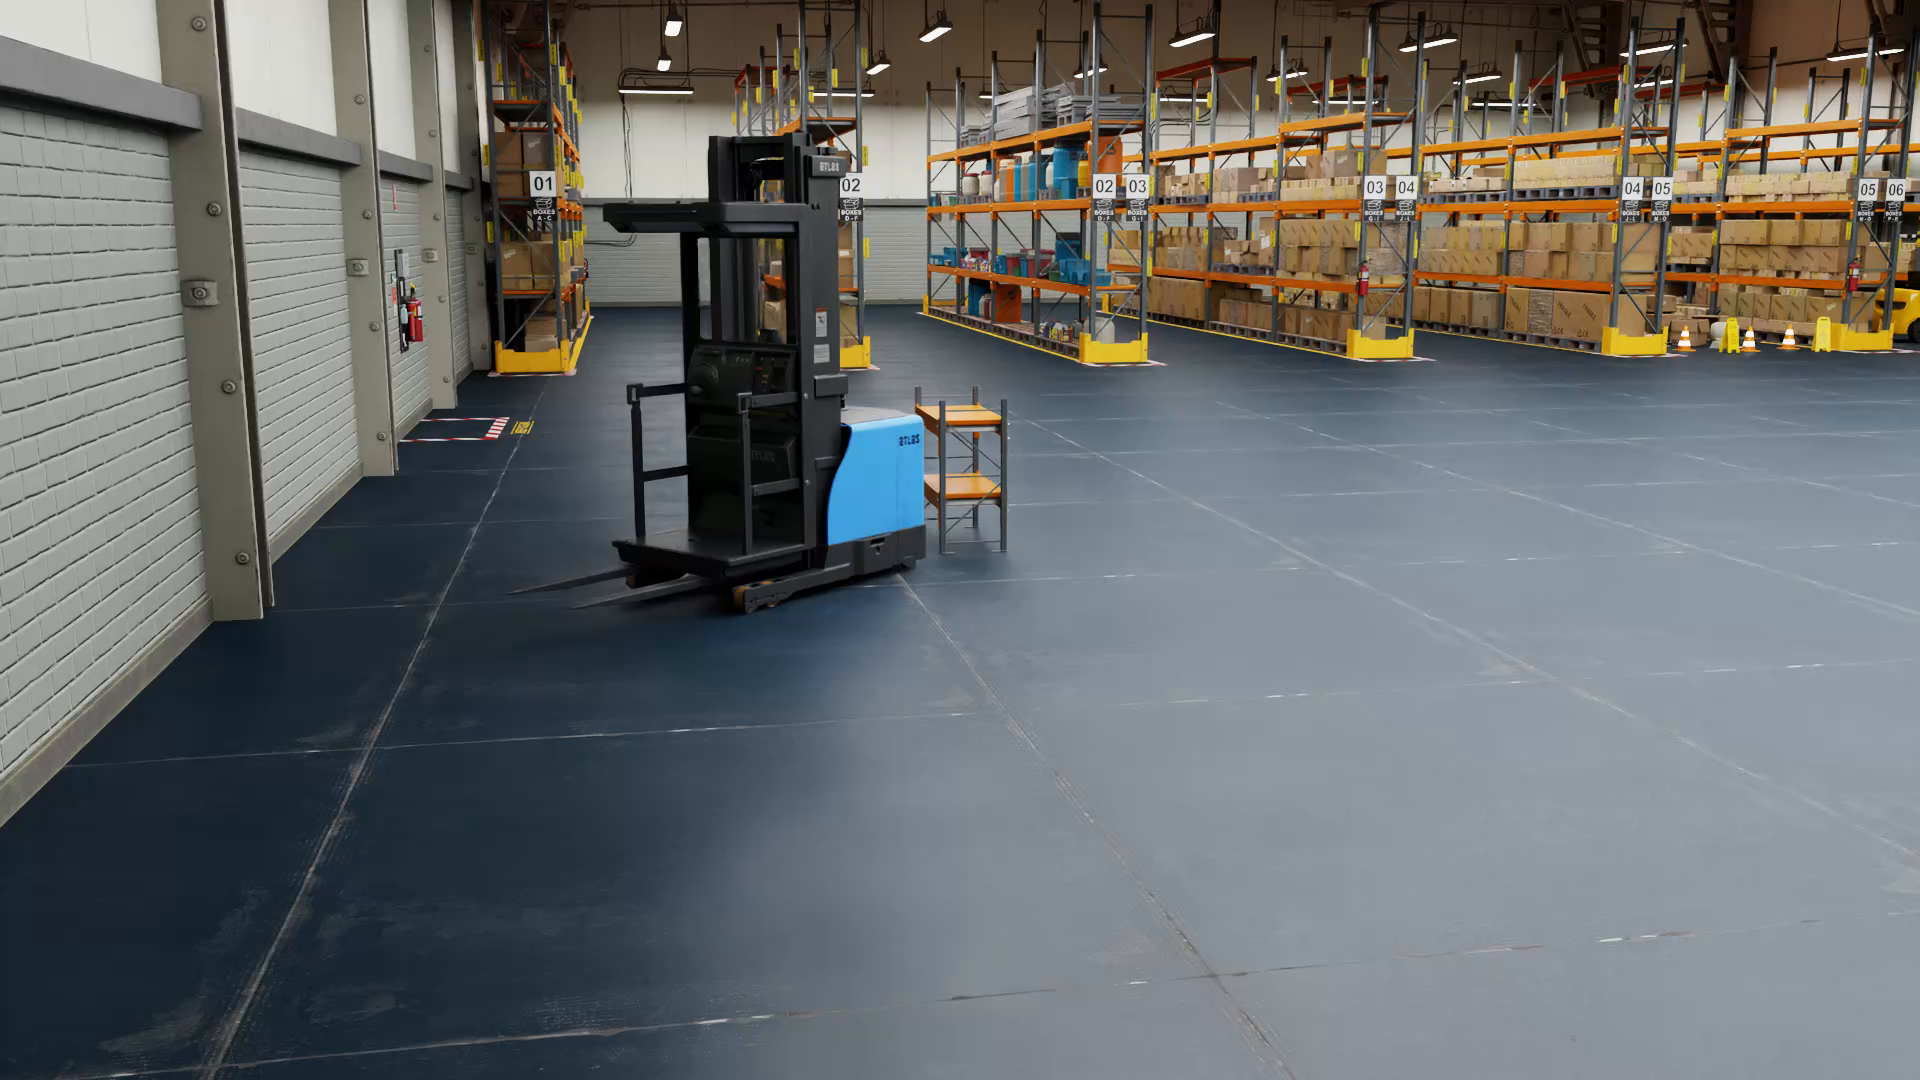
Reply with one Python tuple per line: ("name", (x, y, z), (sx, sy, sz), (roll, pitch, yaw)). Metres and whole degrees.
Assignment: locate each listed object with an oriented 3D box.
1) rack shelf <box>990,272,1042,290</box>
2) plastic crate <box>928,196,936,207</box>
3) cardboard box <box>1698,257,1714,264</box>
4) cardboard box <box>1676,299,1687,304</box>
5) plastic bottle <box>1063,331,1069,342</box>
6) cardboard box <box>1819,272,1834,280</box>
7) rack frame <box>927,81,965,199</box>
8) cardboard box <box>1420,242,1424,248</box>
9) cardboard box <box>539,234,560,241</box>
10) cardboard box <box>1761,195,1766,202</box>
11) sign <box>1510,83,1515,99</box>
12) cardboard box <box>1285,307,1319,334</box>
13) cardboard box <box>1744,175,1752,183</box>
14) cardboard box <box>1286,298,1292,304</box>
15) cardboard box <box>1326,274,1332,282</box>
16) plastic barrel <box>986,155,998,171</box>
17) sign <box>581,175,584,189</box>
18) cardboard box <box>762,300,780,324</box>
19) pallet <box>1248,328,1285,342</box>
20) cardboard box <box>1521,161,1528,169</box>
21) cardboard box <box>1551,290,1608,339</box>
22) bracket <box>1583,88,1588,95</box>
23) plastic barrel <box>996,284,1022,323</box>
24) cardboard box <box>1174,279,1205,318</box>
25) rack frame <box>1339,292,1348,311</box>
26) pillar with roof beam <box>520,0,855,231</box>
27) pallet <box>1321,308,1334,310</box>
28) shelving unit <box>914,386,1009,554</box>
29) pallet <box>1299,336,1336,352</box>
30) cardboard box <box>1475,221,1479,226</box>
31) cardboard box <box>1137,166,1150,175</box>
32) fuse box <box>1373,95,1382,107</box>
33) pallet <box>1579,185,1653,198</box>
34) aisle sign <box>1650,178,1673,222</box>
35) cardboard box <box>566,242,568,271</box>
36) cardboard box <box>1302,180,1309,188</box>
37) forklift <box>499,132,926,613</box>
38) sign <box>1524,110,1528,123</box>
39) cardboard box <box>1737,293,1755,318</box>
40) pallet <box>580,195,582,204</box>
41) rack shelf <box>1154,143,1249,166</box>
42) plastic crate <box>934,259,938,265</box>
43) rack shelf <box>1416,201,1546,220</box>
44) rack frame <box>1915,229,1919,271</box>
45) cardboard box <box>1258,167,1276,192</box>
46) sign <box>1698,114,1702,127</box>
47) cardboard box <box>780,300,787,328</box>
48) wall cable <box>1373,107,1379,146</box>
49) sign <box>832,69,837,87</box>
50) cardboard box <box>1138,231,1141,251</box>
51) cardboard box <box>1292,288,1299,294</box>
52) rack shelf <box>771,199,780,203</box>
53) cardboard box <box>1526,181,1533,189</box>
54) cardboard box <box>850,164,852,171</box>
("rack shelf", (1.575, -5.334, 34.621), (1.077, 0.370, 4.000), (-2, 11, -11))
("plastic crate", (-0.568, -8.850, 43.497), (0.497, 0.269, 0.590), (-2, 11, -11))
("cardboard box", (16.172, -6.028, 35.893), (0.380, 0.149, 0.250), (-2, 11, -10))
("cardboard box", (19.459, -6.407, 44.835), (0.380, 0.149, 0.250), (-2, 11, -13))
("plastic bottle", (1.955, -3.749, 30.678), (0.097, 0.201, 0.097), (0, 11, 0))
("cardboard box", (16.881, -5.107, 32.178), (0.380, 0.149, 0.250), (-2, 11, -12))
("rack frame", (-0.370, -10.468, 43.629), (1.000, 3.000, 0.127), (-2, 11, -11))
("cardboard box", (10.975, -6.912, 38.947), (0.380, 0.149, 0.250), (-2, 11, -13))
("cardboard box", (-8.358, -6.157, 33.843), (0.380, 0.149, 0.250), (-4, 12, -21))
("cardboard box", (16.567, -6.957, 33.873), (0.380, 0.149, 0.250), (-2, 11, -13))
("sign", (11.177, -9.085, 33.652), (0.100, 0.325, 0.005), (-2, 11, -11))
("cardboard box", (6.861, -4.404, 33.374), (0.500, 0.500, 0.500), (-2, 11, -13))
("cardboard box", (16.406, -7.438, 34.268), (0.380, 0.149, 0.250), (-2, 11, -13))
("cardboard box", (9.161, -6.561, 45.648), (0.380, 0.149, 0.250), (-2, 11, -10))
("cardboard box", (7.083, -4.917, 31.178), (0.380, 0.149, 0.250), (-2, 11, -11))
("plastic barrel", (0.890, -8.406, 38.353), (0.600, 0.901, 0.708), (-2, 11, -11))
("sign", (-9.553, -9.048, 42.031), (0.100, 0.325, 0.005), (-2, 11, -11))
("cardboard box", (-4.086, -5.026, 36.587), (0.500, 0.500, 0.500), (-2, 11, -9))
("pallet", (6.670, -4.273, 34.583), (1.003, 0.211, 1.213), (-2, 11, -11))
("cardboard box", (11.496, -7.534, 33.381), (0.380, 0.149, 0.250), (-2, 11, -11))
("cardboard box", (12.115, -4.374, 32.216), (0.875, 0.875, 0.875), (-2, 11, -12))
("bracket", (19.008, -13.549, 50.186), (0.235, 0.232, 0.430), (-2, 11, -11))
("plastic barrel", (1.074, -5.283, 37.113), (0.600, 0.830, 0.708), (-2, 11, -11))
("cardboard box", (5.765, -5.688, 39.116), (1.225, 0.875, 0.875), (-2, 11, -11))
("rack frame", (10.151, -7.129, 42.132), (1.000, 3.000, 0.127), (-2, 11, -11))
("pillar with roof beam", (-7.238, -10.728, 44.995), (9.100, 9.000, 0.548), (-2, 11, -11))
("pallet", (9.986, -5.882, 43.033), (1.003, 0.211, 1.213), (-2, 11, -11))
("shelving unit", (-0.001, -0.554, 12.598), (0.538, 1.125, 1.048), (-2, 11, -11))
("pallet", (7.228, -3.784, 32.015), (1.003, 0.211, 1.213), (-2, 11, -11))
("cardboard box", (14.245, -8.607, 45.218), (0.380, 0.149, 0.250), (-2, 11, -10))
("cardboard box", (4.872, -9.477, 42.779), (0.500, 0.250, 0.500), (-2, 11, -13))
("fuse box", (12.847, -13.600, 51.524), (0.513, 0.334, 0.176), (-2, 11, -11))
("pallet", (12.331, -6.494, 31.009), (1.003, 0.211, 1.213), (-2, 11, -11))
("aisle sign", (12.793, -6.204, 30.314), (0.394, 0.787, 0.004), (-2, 11, -11))
("cardboard box", (-7.067, -4.910, 28.811), (0.500, 0.500, 0.500), (-2, 11, -9))
("cardboard box", (6.790, -6.833, 31.886), (0.380, 0.149, 0.250), (-2, 11, -12))
("forklift", (-1.542, -1.093, 10.598), (1.130, 2.935, 3.031), (8, 14, 37))
("sign", (14.438, -10.796, 42.430), (0.100, 0.325, 0.005), (-2, 11, -11))
("cardboard box", (16.509, -4.869, 34.480), (0.500, 0.500, 0.500), (-2, 11, -9))
("pallet", (-9.933, -8.455, 41.312), (1.003, 0.211, 1.213), (-2, 11, -11))
("rack shelf", (5.656, -8.998, 38.898), (1.077, 0.370, 4.000), (-2, 11, -11))
("plastic crate", (-0.532, -7.178, 42.929), (0.250, 0.136, 0.298), (-2, 11, -11))
("rack shelf", (11.318, -7.149, 36.137), (1.077, 0.370, 4.000), (-2, 11, -11))
("rack frame", (21.411, -6.042, 36.418), (1.000, 3.000, 0.127), (-2, 11, -11))
("cardboard box", (6.644, -7.494, 34.623), (0.797, 0.503, 0.637), (-2, 11, -9))
("sign", (19.320, -10.938, 43.385), (0.100, 0.325, 0.005), (-2, 11, -11))
("cardboard box", (-3.112, -4.268, 31.325), (0.500, 0.500, 0.500), (-2, 11, -11))
("wall cable", (12.827, -12.042, 51.896), (0.463, 3.000, 0.029), (-2, 11, -11))
("sign", (-2.346, -8.640, 31.103), (0.100, 0.325, 0.005), (-2, 11, -11))
("cardboard box", (4.821, -7.575, 42.073), (0.500, 0.500, 0.500), (-2, 11, -10))
("cardboard box", (9.237, -6.756, 45.078), (0.380, 0.149, 0.250), (-2, 11, -11))
("rack shelf", (-3.284, -6.628, 33.398), (1.077, 0.370, 4.000), (-2, 11, -11))
("cardboard box", (11.544, -7.095, 33.212), (0.380, 0.149, 0.250), (-2, 11, -11))
("cardboard box", (-2.172, -6.519, 29.139), (0.500, 0.500, 0.500), (-2, 11, -11))
